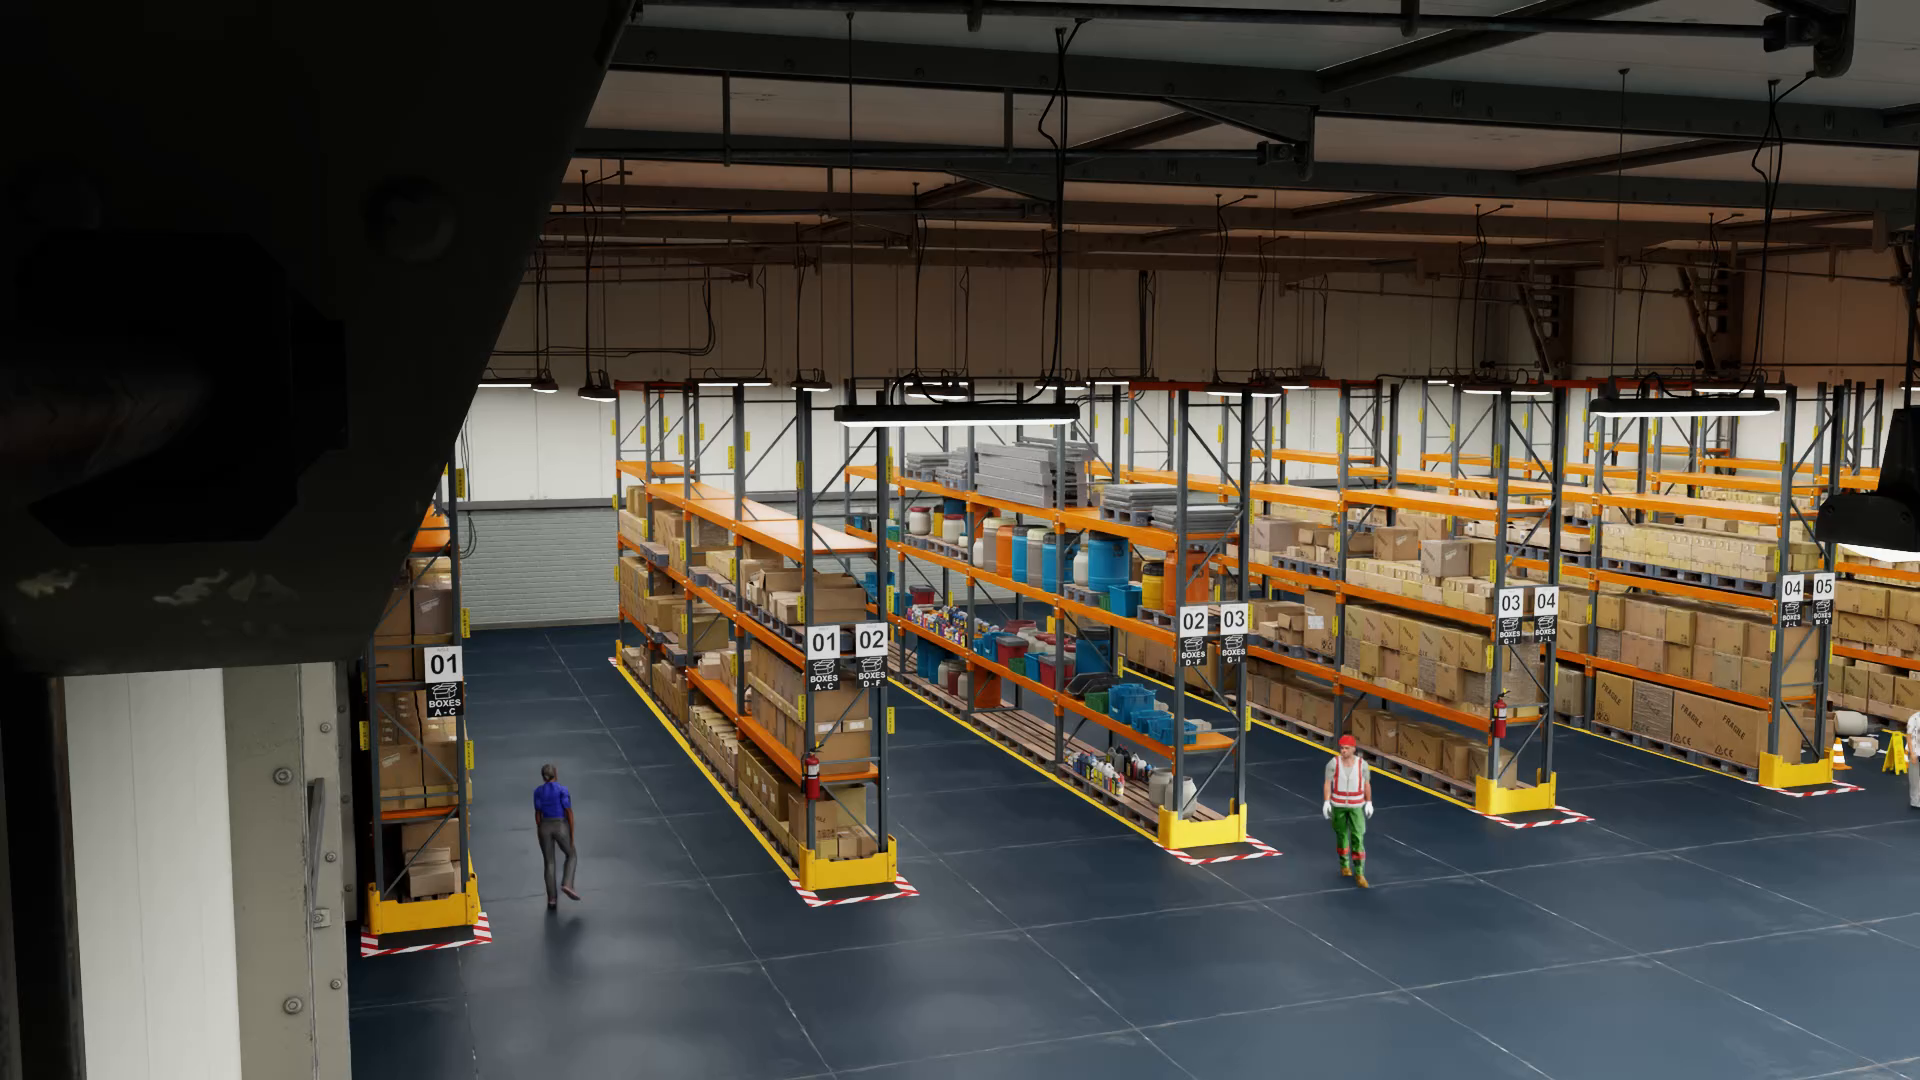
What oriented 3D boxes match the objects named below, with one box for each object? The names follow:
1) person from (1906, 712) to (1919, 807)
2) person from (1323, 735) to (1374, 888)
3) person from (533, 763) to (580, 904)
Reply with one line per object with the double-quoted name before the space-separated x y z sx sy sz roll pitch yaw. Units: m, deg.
"person" 13.625 3.027 23.440 0.525 1.617 0.921 3 7 26
"person" 4.738 3.285 20.331 0.597 1.778 0.751 2 6 17
"person" -4.733 3.445 19.508 0.547 1.641 0.467 0 6 -1
